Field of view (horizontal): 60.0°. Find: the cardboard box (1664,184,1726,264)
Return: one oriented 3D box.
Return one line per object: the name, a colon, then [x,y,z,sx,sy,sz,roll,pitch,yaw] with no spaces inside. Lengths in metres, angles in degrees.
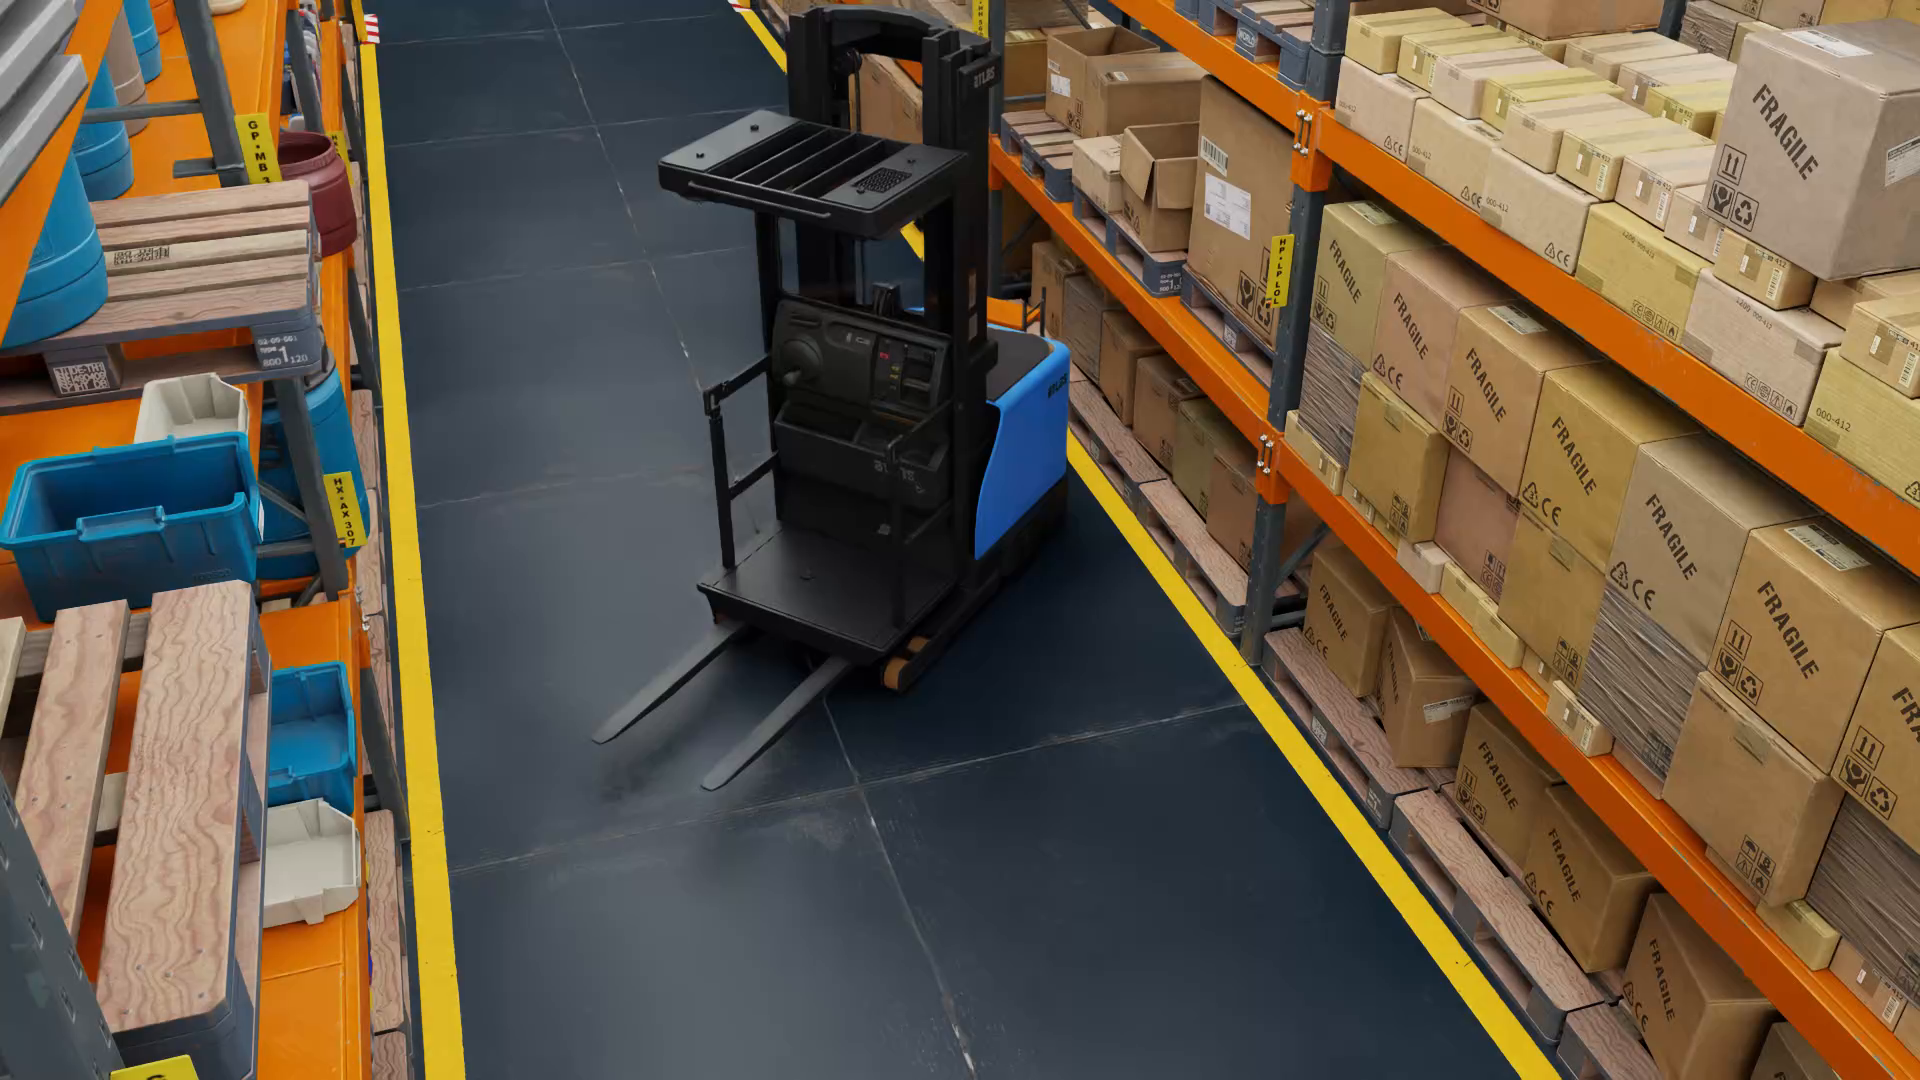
cardboard box: [2.283,-0.927,4.804,0.380,0.149,0.250,-12,35,-17]

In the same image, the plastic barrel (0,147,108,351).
plastic barrel: [-2.641,-1.004,4.312,0.600,0.901,0.708,-10,35,-15]

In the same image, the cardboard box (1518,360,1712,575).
cardboard box: [2.238,-0.261,5.475,0.500,0.500,0.500,-10,35,-15]

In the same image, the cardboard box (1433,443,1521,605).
cardboard box: [2.320,-0.147,6.211,0.875,0.500,0.500,-10,35,-15]

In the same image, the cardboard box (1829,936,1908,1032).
cardboard box: [2.735,1.217,4.735,0.380,0.149,0.250,-10,35,-15]

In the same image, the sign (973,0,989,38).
sign: [0.126,-3.230,10.187,0.100,0.325,0.005,-10,35,-15]

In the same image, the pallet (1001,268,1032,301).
pallet: [0.485,-2.105,12.064,1.003,0.211,1.213,-10,35,-15]

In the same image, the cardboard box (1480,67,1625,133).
cardboard box: [2.004,-1.479,5.640,0.380,0.149,0.250,-9,35,-13]

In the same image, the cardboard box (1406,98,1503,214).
cardboard box: [1.934,-1.375,5.844,0.500,0.250,0.500,-10,35,-15]

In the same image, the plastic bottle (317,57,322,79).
plastic bottle: [-4.487,-3.290,11.508,0.097,0.201,0.097,0,33,0]

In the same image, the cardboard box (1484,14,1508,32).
cardboard box: [2.248,-1.975,6.391,0.380,0.149,0.250,-9,35,-13]

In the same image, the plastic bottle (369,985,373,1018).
plastic bottle: [-2.215,1.572,5.973,0.144,0.351,0.185,-10,35,-15]

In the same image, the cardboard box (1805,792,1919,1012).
cardboard box: [2.953,0.899,4.628,0.875,0.500,0.500,-10,35,-15]

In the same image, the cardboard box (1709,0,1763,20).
cardboard box: [5.536,-3.845,11.169,0.700,0.500,0.500,-10,35,-15]

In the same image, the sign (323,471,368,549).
sign: [-2.316,-0.111,6.266,0.100,0.325,0.005,-10,35,-15]

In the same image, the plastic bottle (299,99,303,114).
plastic bottle: [-4.149,-2.737,10.607,0.097,0.271,0.097,0,33,0]

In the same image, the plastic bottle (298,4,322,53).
plastic bottle: [-4.691,-3.661,11.934,0.144,0.351,0.185,-10,35,-15]

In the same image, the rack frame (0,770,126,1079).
rack frame: [-1.620,-0.313,1.380,0.949,2.616,0.053,-10,35,-15]

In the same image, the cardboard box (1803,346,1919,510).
cardboard box: [2.550,-0.303,4.222,0.500,0.250,0.500,-10,35,-14]

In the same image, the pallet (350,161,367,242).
pallet: [-5.087,-2.534,12.713,1.003,0.211,1.213,-10,35,-15]

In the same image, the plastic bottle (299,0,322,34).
plastic bottle: [-4.855,-3.905,12.371,0.152,0.276,0.135,-10,35,-15]

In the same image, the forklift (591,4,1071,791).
forklift: [-0.582,-0.786,7.601,1.130,2.935,3.031,18,37,25]

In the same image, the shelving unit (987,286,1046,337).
shelving unit: [0.186,-0.876,9.307,0.503,1.200,0.258,17,37,24]

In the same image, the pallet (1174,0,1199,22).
pallet: [1.468,-2.801,8.037,1.213,0.211,1.003,-10,35,-15]

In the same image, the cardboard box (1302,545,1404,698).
cardboard box: [1.958,0.342,7.717,0.500,0.500,0.500,-11,35,-16]

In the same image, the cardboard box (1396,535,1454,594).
cardboard box: [1.942,0.054,6.495,0.380,0.149,0.250,-10,35,-15]

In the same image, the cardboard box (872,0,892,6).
cardboard box: [-0.358,-4.174,12.574,0.500,0.500,0.500,-11,35,-16]

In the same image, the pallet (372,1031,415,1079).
pallet: [-2.302,2.256,5.465,1.003,0.211,1.213,-10,35,-15]

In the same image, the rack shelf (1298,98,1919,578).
rack shelf: [2.484,-0.643,5.254,1.077,0.370,4.000,-10,35,-15]

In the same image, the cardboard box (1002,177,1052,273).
cardboard box: [0.463,-2.497,11.673,1.225,0.875,0.875,-12,35,-17]

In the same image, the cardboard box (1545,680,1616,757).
cardboard box: [2.253,0.578,5.702,0.380,0.149,0.250,-10,35,-15]

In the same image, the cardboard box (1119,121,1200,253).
cardboard box: [1.257,-1.855,8.681,0.797,0.503,0.637,-7,34,-10]

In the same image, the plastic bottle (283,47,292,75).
plastic bottle: [-4.591,-3.223,11.343,0.097,0.271,0.097,0,33,0]

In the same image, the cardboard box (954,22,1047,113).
cardboard box: [0.267,-3.101,10.951,0.500,0.500,0.500,-9,35,-13]

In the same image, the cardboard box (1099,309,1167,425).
cardboard box: [1.238,-1.049,9.804,0.700,0.500,0.500,-7,34,-11]

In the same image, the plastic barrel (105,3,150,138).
plastic barrel: [-3.404,-1.944,6.115,0.600,0.901,0.600,0,33,0]

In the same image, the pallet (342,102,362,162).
pallet: [-5.544,-3.326,13.911,1.003,0.211,1.213,-10,35,-15]

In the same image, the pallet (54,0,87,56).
pallet: [-2.189,-1.097,3.101,1.003,0.211,1.213,-10,35,-15]

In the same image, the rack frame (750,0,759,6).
rack frame: [-1.786,-7.042,17.006,1.000,3.000,0.127,-10,35,-15]

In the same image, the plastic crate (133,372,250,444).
plastic crate: [-1.968,-0.276,4.285,0.243,0.136,0.396,-10,35,-15]

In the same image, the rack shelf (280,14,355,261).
rack shelf: [-4.673,-2.759,11.177,1.077,0.370,4.000,-10,35,-15]

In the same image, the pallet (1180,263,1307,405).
pallet: [1.779,-1.088,8.169,1.003,0.211,1.213,-10,35,-15]

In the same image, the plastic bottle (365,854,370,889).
plastic bottle: [-2.382,1.238,6.540,0.061,0.283,0.133,-8,34,-12]

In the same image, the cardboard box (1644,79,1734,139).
cardboard box: [2.519,-1.414,5.542,0.380,0.149,0.250,-9,34,-13]

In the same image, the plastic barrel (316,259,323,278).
plastic barrel: [-3.546,-1.552,8.596,0.421,0.512,0.421,0,33,0]

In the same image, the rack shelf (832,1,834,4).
rack shelf: [-1.176,-5.692,15.615,1.077,0.370,4.000,-10,35,-15]

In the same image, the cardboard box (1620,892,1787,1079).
cardboard box: [2.705,1.587,5.833,0.500,0.500,0.500,-1,33,-2]

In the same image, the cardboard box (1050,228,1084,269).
cardboard box: [0.887,-1.949,10.486,0.500,0.250,0.500,-9,34,-13]

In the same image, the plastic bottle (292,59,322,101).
plastic bottle: [-4.355,-3.083,11.059,0.144,0.351,0.185,-10,35,-15]

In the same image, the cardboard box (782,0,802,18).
cardboard box: [-1.237,-5.531,16.265,0.875,0.875,0.875,-10,35,-15]

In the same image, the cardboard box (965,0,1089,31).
cardboard box: [0.446,-3.689,10.931,0.797,0.503,0.637,-9,34,-13]

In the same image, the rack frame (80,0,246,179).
rack frame: [-2.843,-2.412,4.557,1.000,3.000,0.127,-10,35,-15]

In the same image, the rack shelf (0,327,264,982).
rack shelf: [-2.233,0.190,3.993,1.077,0.370,4.000,-10,35,-15]

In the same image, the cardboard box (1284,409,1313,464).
cardboard box: [1.653,-0.474,7.294,0.380,0.149,0.250,-10,35,-15]
